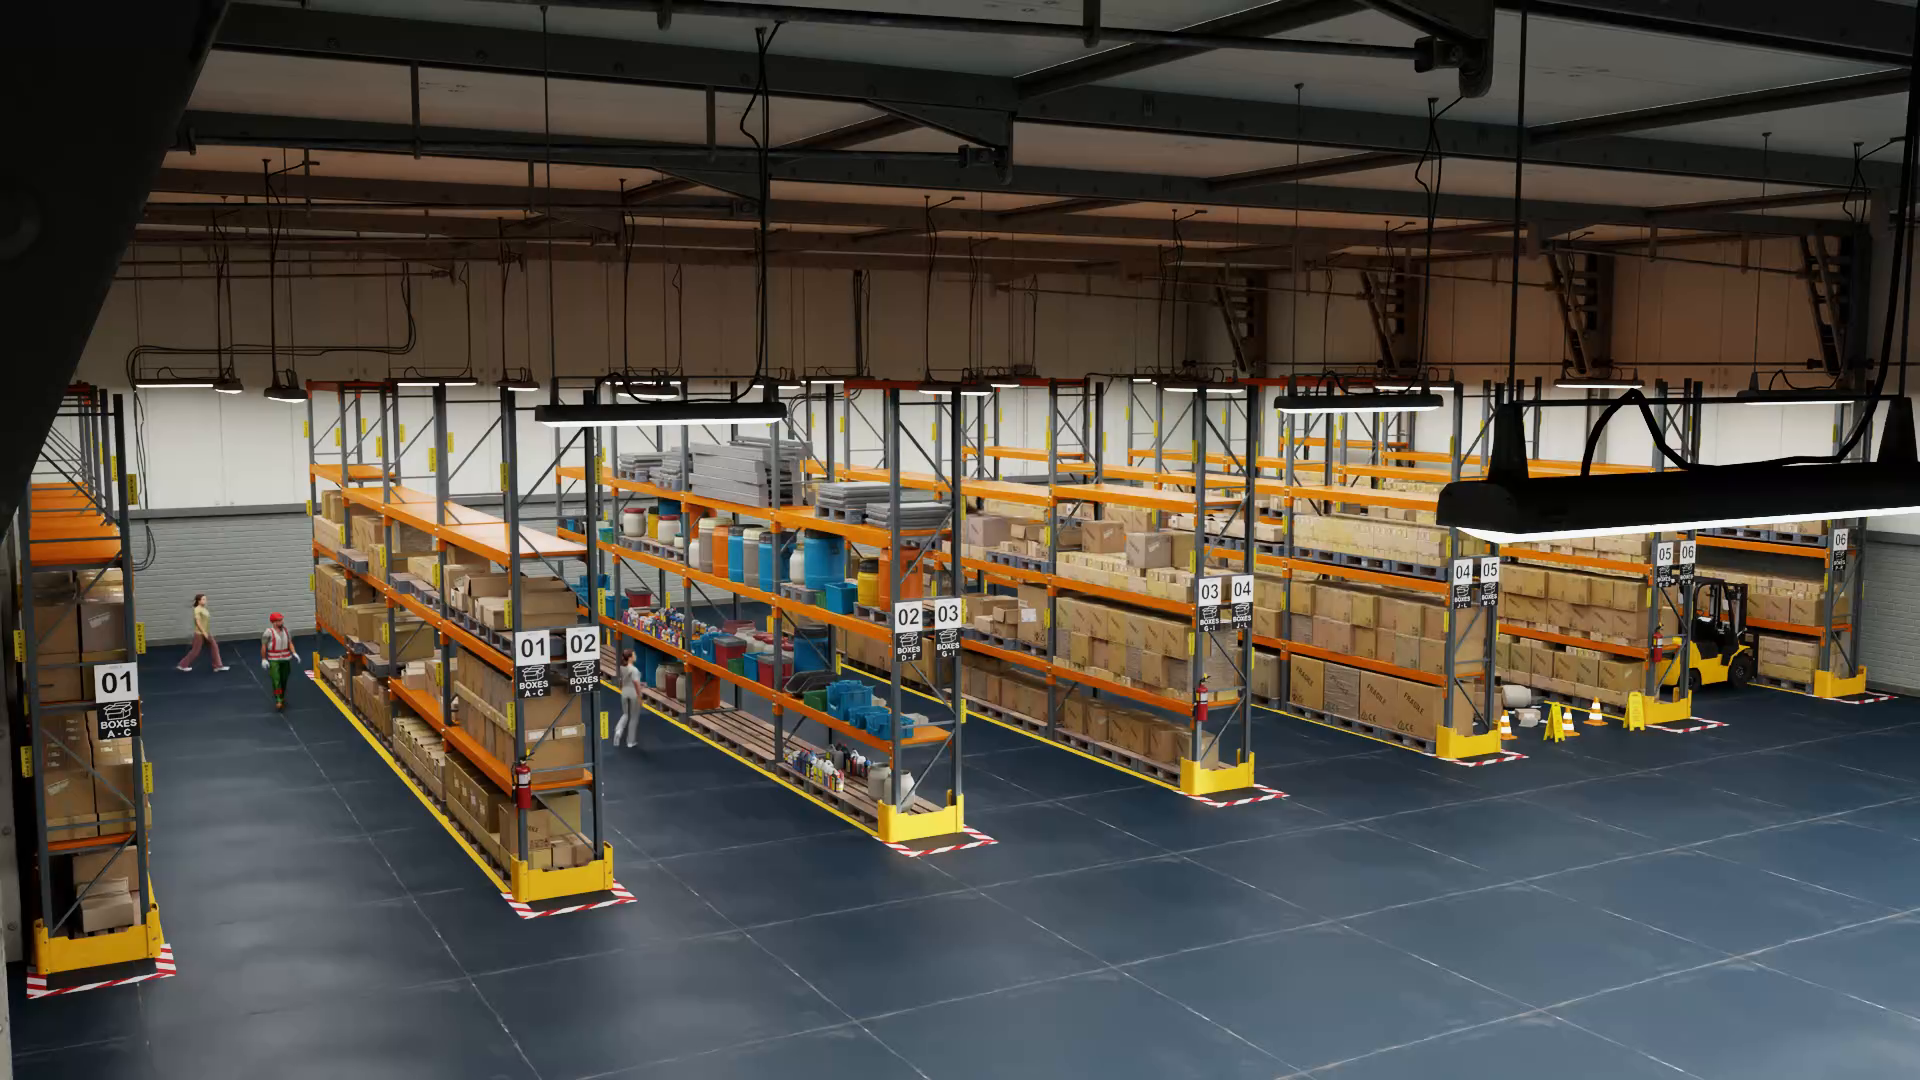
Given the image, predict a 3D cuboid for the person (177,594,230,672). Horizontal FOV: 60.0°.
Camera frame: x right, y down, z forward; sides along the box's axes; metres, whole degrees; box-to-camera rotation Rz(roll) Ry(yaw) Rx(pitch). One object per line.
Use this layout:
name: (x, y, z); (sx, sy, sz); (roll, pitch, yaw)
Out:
person: (-15.516, 1.909, 34.034); (0.973, 1.629, 0.493); (-1, 6, -10)

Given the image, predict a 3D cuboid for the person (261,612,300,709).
person: (-12.472, 2.193, 30.541); (0.652, 1.730, 1.060); (-4, 7, -31)

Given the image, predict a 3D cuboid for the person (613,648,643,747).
person: (-5.412, 2.594, 27.284); (0.435, 1.660, 0.602); (2, 6, 19)
